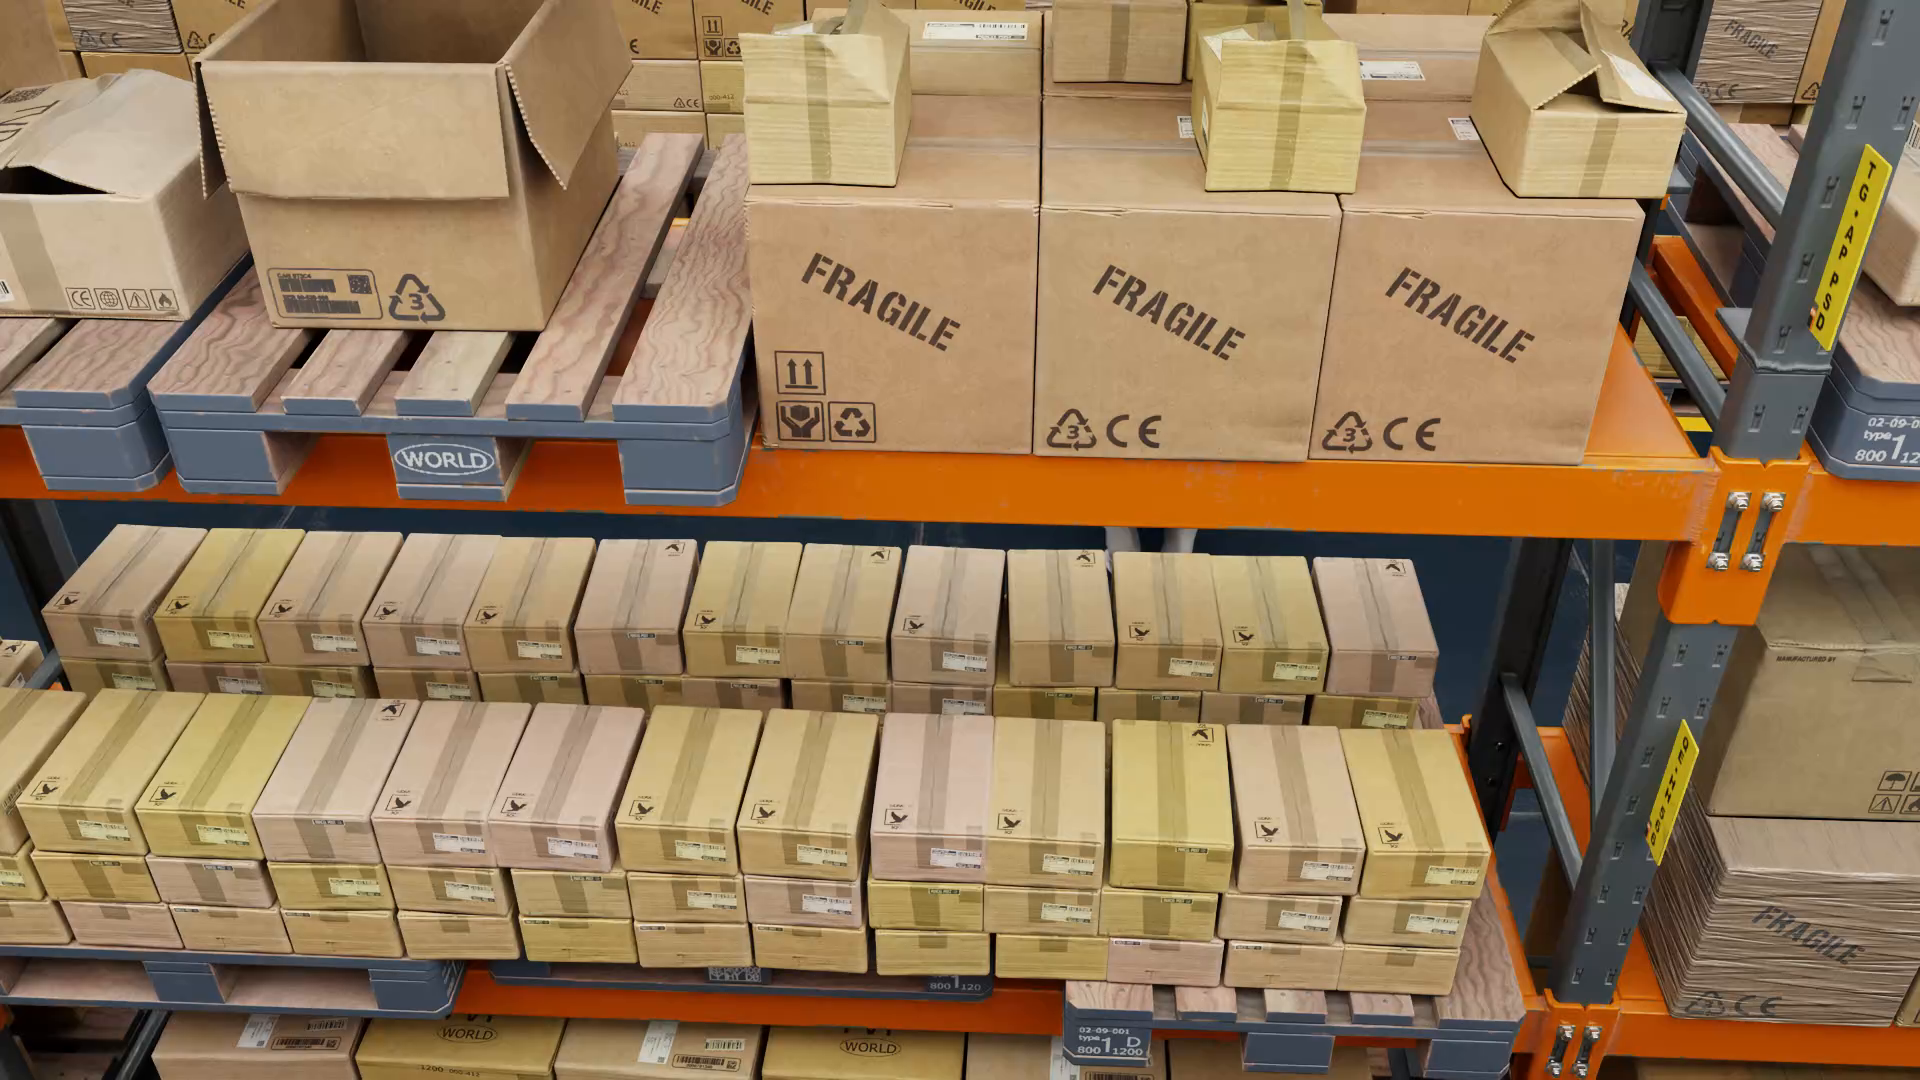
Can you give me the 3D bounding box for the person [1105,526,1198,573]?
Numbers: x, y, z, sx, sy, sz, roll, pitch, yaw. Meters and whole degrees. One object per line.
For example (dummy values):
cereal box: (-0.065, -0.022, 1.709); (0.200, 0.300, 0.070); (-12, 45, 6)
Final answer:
person: (0.842, -0.329, 7.289); (0.578, 1.008, 0.960); (0, 35, 0)
